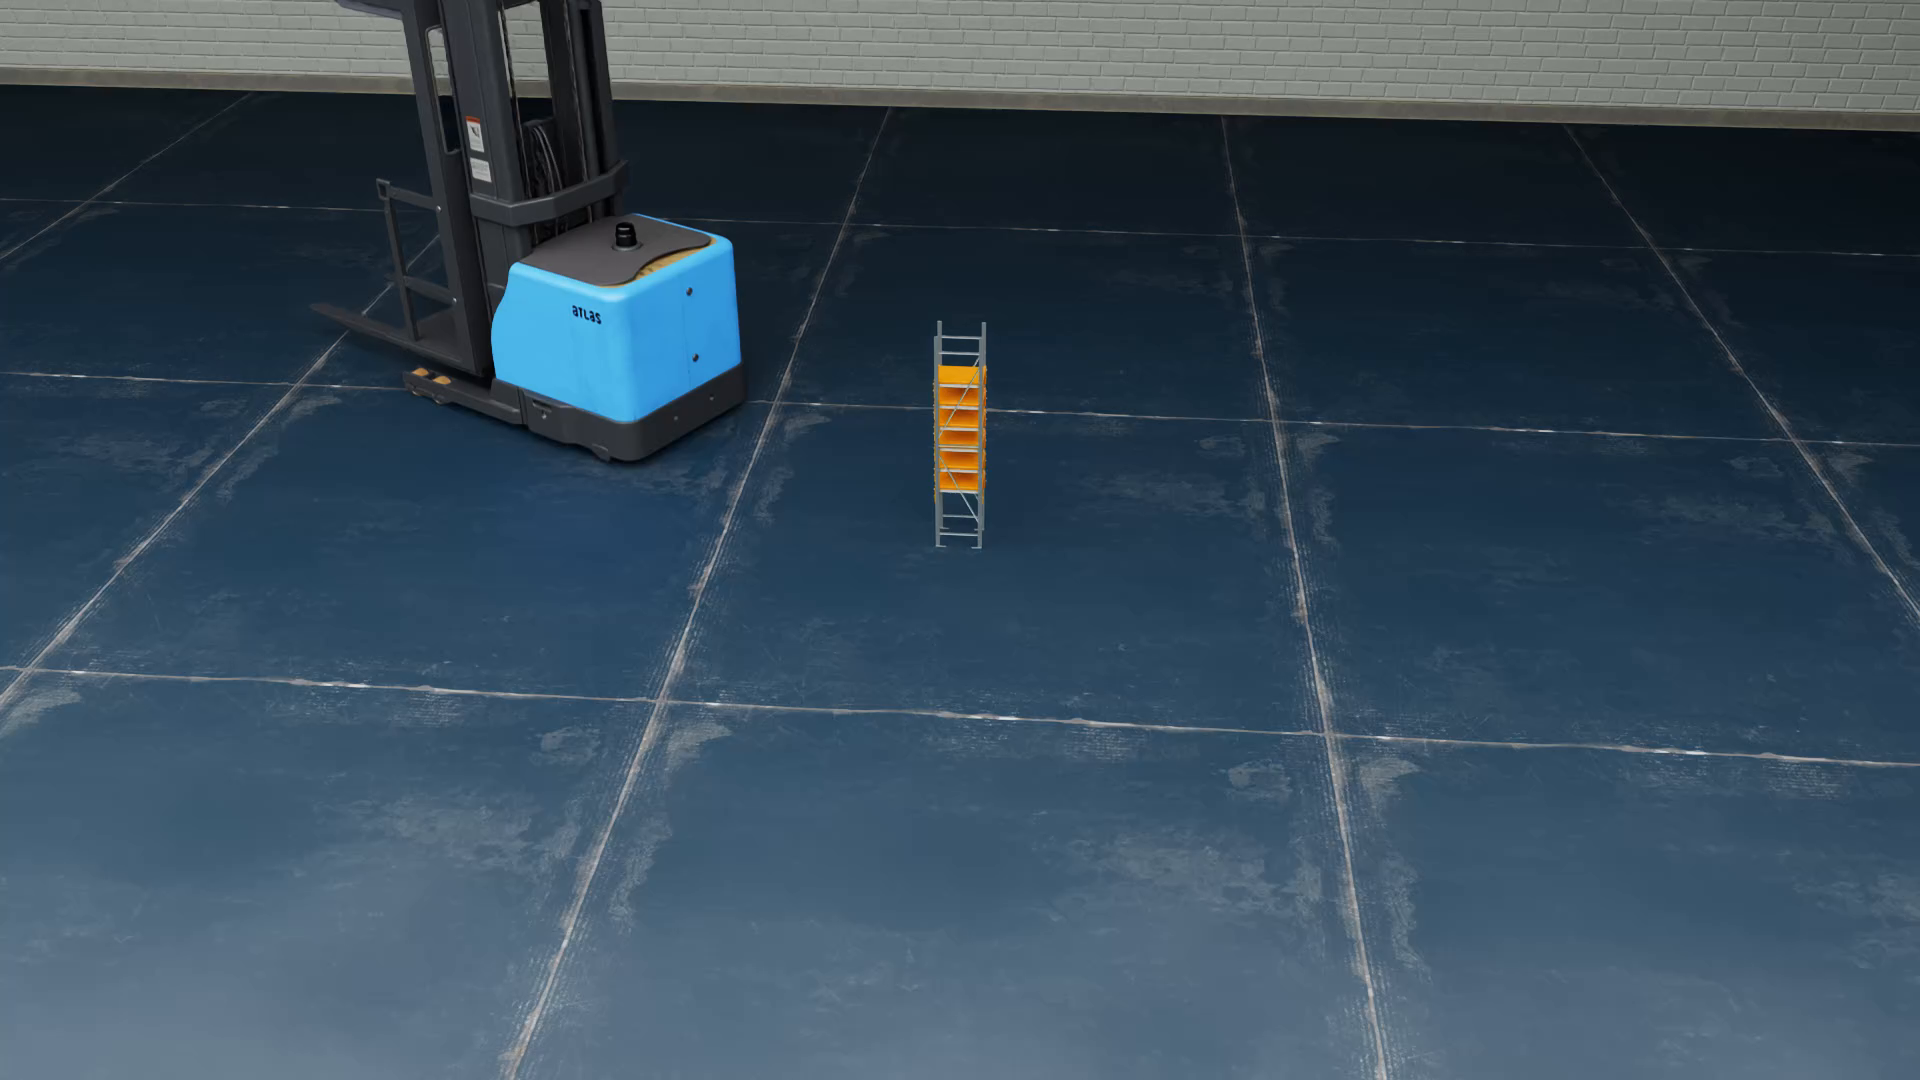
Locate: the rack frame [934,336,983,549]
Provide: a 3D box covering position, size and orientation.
[{"bbox_3d":[-0.006,-0.471,8.370,0.240,1.200,0.006,2,32,4],"label":"rack frame"}]

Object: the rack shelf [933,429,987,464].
[{"bbox_3d":[0.001,-0.481,8.471,0.258,0.103,0.180,2,32,4],"label":"rack shelf"}]

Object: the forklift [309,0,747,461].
[{"bbox_3d":[-2.790,-2.280,9.656,3.031,2.935,1.130,19,37,28],"label":"forklift"}]

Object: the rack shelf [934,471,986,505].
[{"bbox_3d":[0.001,-0.276,8.597,0.258,0.103,0.180,2,32,4],"label":"rack shelf"}]

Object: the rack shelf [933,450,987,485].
[{"bbox_3d":[0.001,-0.378,8.534,0.258,0.103,0.180,2,32,4],"label":"rack shelf"}]

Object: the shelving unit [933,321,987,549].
[{"bbox_3d":[0.001,-0.518,8.447,0.258,1.200,0.189,2,32,4],"label":"shelving unit"}]

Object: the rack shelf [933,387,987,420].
[{"bbox_3d":[0.001,-0.685,8.345,0.258,0.103,0.180,2,32,4],"label":"rack shelf"}]

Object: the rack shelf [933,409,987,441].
[{"bbox_3d":[0.001,-0.583,8.408,0.258,0.103,0.180,2,32,4],"label":"rack shelf"}]

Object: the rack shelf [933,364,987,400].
[{"bbox_3d":[0.001,-0.787,8.282,0.258,0.103,0.180,2,32,4],"label":"rack shelf"}]

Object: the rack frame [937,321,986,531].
[{"bbox_3d":[0.009,-0.566,8.525,0.240,1.200,0.006,2,32,4],"label":"rack frame"}]
